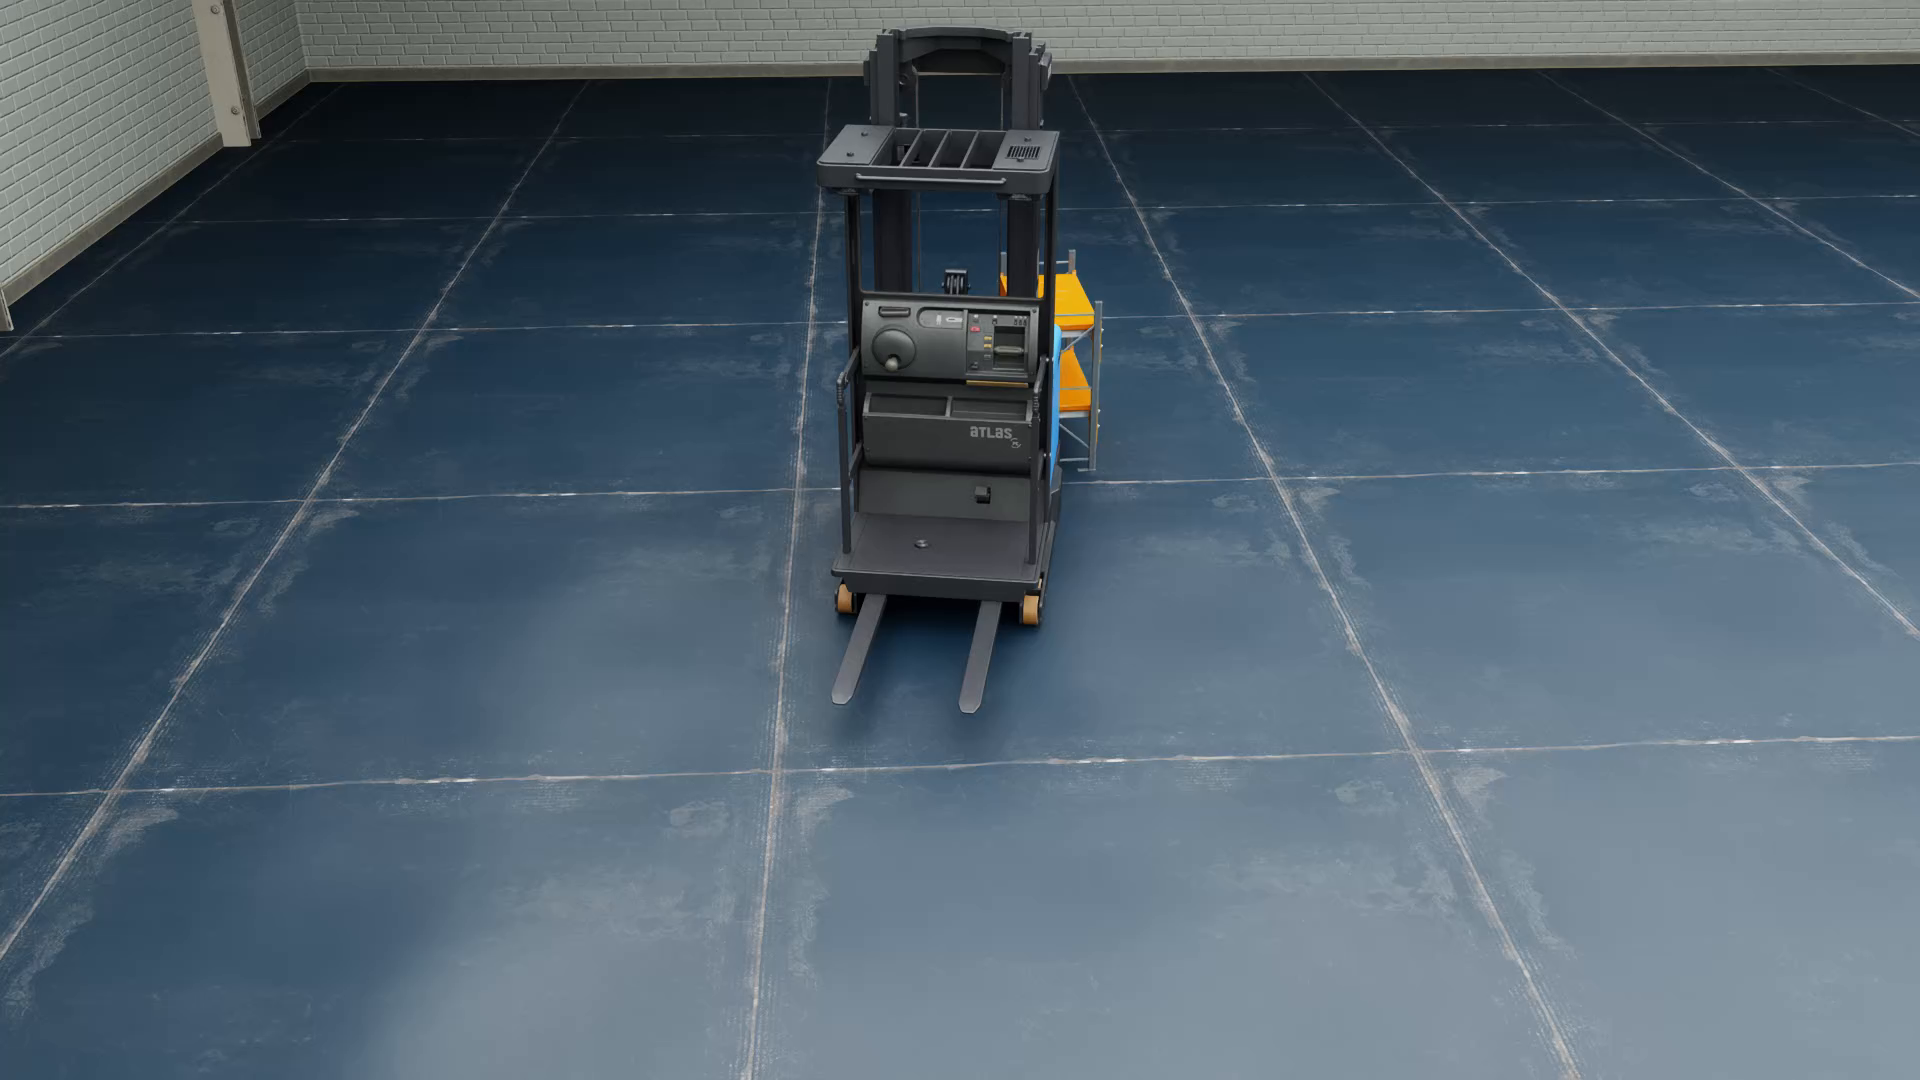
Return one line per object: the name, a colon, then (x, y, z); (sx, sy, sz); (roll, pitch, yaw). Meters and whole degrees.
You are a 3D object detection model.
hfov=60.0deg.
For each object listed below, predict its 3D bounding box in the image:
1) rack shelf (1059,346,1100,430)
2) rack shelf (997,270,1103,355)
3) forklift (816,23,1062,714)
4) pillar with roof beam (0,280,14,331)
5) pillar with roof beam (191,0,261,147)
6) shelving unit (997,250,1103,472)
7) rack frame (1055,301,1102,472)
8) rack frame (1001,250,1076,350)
rack shelf: (0.562, -0.953, 10.889); (0.538, 0.278, 1.000); (-3, 28, -5)
rack shelf: (0.562, -1.429, 10.641); (0.538, 0.278, 1.000); (-3, 28, -5)
forklift: (-0.078, -1.012, 8.520); (1.130, 2.935, 3.031); (3, 28, 6)
pillar with roof beam: (-3.181, -5.642, 10.836); (9.100, 9.000, 0.400); (-1, 28, -3)
pillar with roof beam: (-3.495, -8.413, 16.149); (9.100, 9.000, 0.400); (-1, 28, -3)
shelving unit: (0.562, -1.170, 10.776); (0.538, 1.125, 1.048); (-3, 28, -5)
rack frame: (0.612, -0.936, 10.328); (0.500, 1.125, 0.032); (-3, 28, -5)
rack frame: (0.513, -1.404, 11.225); (0.500, 1.125, 0.032); (-3, 28, -5)
